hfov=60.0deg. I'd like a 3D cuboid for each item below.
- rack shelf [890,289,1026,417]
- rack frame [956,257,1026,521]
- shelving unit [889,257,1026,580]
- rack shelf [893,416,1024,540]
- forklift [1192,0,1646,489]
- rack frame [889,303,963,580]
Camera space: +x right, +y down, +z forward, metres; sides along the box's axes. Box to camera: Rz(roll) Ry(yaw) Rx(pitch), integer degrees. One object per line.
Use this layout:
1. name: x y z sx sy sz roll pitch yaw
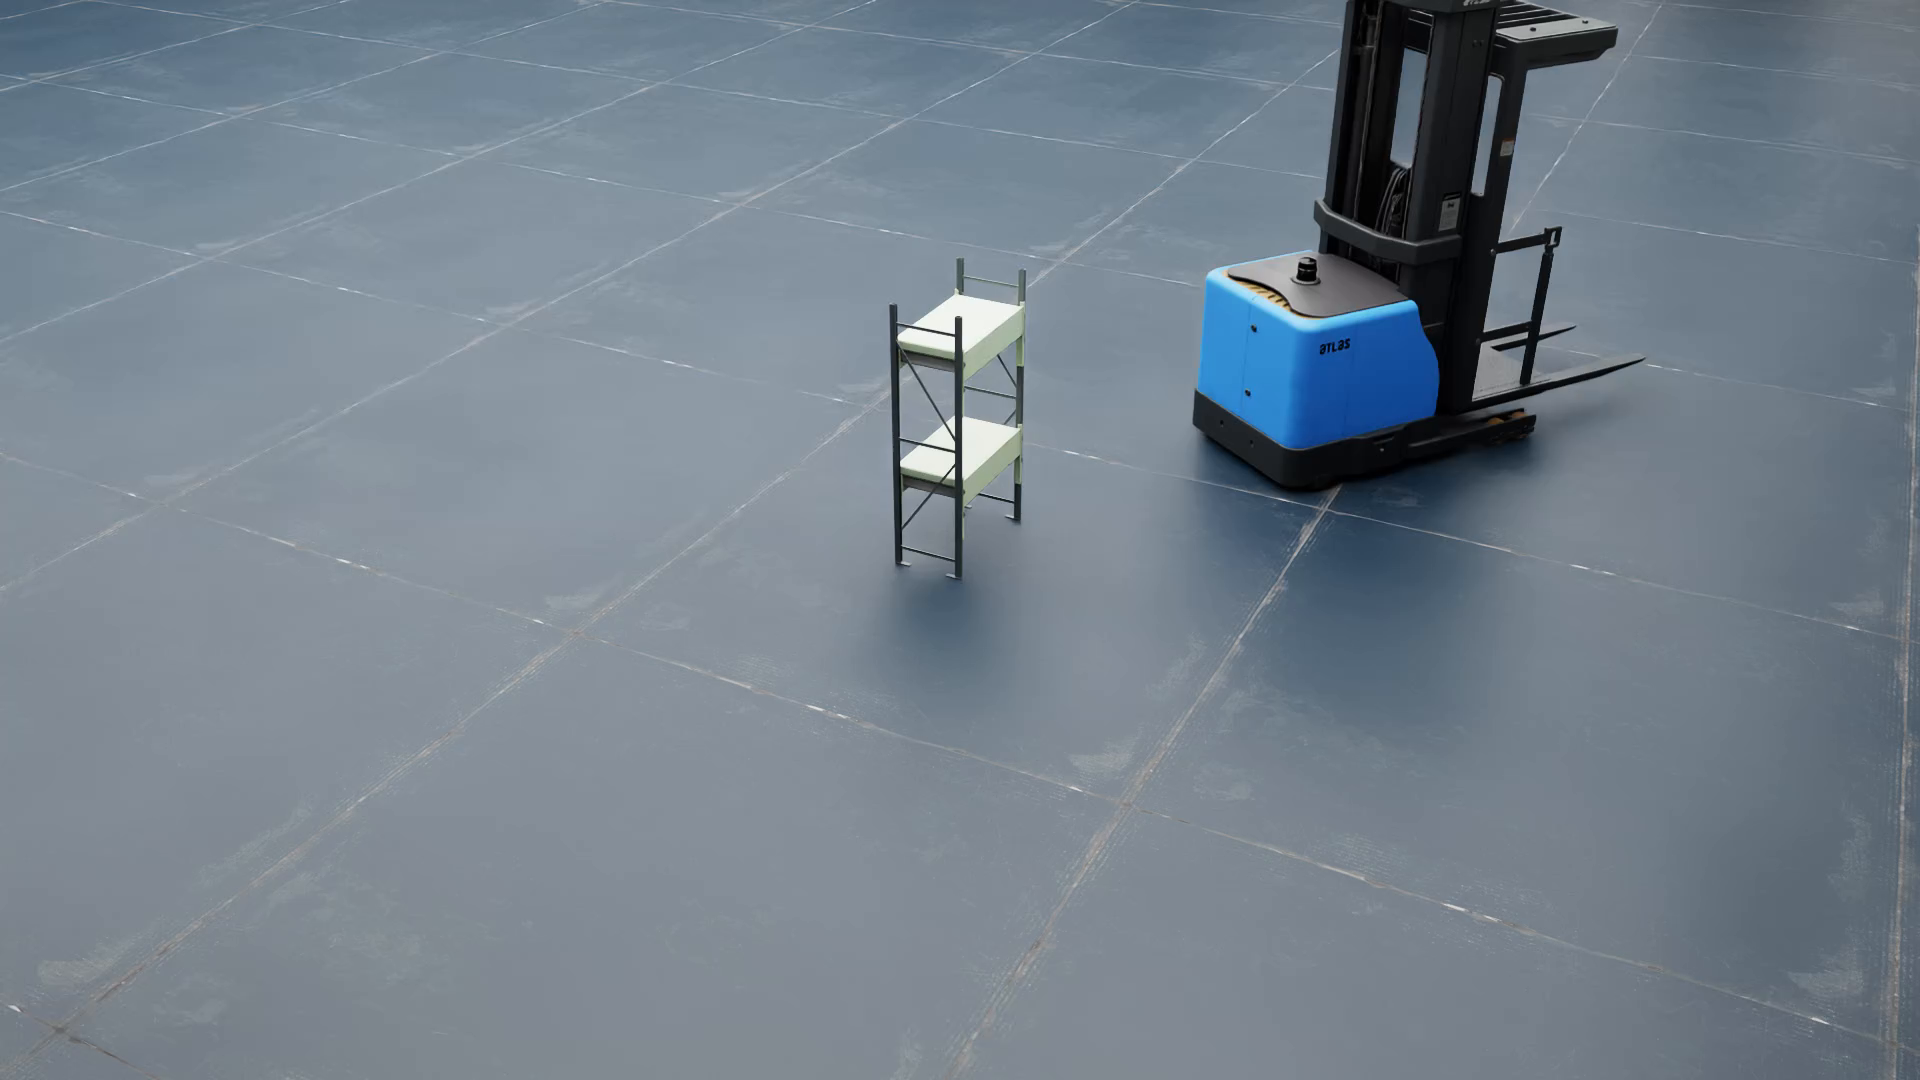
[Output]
1. rack shelf: -0.003 -0.986 8.677 0.431 0.370 0.720 14 33 23
2. rack frame: 0.164 -0.810 9.154 0.400 1.500 0.023 14 33 23
3. shelving unit: -0.003 -0.647 8.871 0.431 1.500 0.755 14 33 23
4. rack shelf: -0.003 -0.365 9.034 0.431 0.370 0.720 14 33 23
5. forklift: 2.999 -2.075 9.920 3.031 2.935 1.130 -14 33 -24
6. rack frame: -0.170 -0.485 8.589 0.400 1.500 0.023 14 33 23
